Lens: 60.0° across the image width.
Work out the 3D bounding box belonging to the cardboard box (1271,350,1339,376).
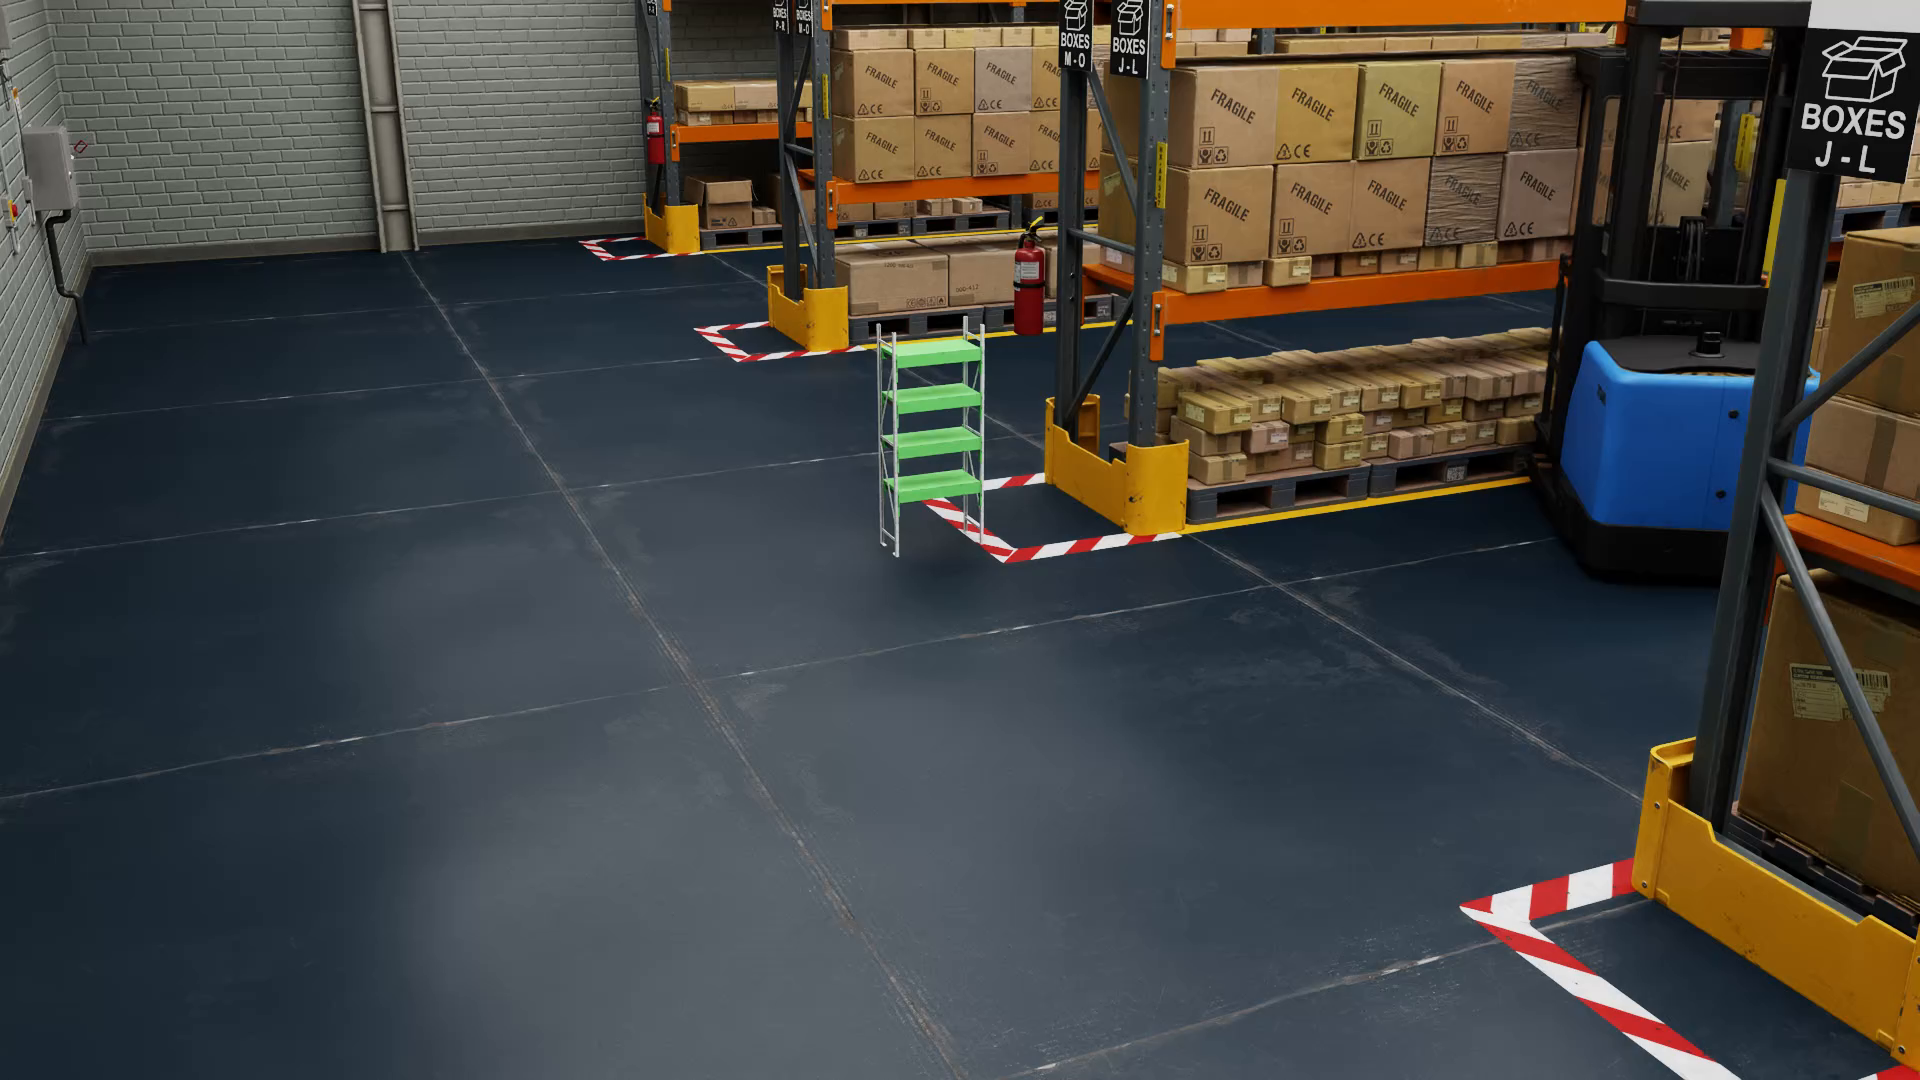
[{"bbox_3d":[2.123,-1.055,10.265,0.250,0.149,0.380,-7,21,-20],"label":"cardboard box"}]

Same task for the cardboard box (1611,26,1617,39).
[{"bbox_3d":[8.650,-6.749,22.099,0.250,0.149,0.380,-9,21,-23],"label":"cardboard box"}]

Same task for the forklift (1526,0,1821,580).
[{"bbox_3d":[3.937,-1.633,9.246,1.130,2.935,3.031,3,20,9],"label":"forklift"}]

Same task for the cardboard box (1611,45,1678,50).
[{"bbox_3d":[6.606,-4.541,16.172,0.500,0.500,0.500,-9,21,-23],"label":"cardboard box"}]

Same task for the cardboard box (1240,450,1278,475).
[{"bbox_3d":[1.625,-0.502,9.593,0.250,0.149,0.380,-8,21,-22],"label":"cardboard box"}]

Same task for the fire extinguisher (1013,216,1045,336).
[{"bbox_3d":[0.395,-1.514,9.482,0.183,0.674,0.296,-8,21,-22],"label":"fire extinguisher"}]

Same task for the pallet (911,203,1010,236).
[{"bbox_3d":[-0.172,-3.748,19.351,1.213,0.211,1.003,-8,21,-22],"label":"pallet"}]

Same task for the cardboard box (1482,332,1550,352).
[{"bbox_3d":[3.595,-1.230,10.763,0.250,0.149,0.380,-8,21,-23],"label":"cardboard box"}]

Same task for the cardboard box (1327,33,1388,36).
[{"bbox_3d":[3.685,-4.426,15.419,0.500,0.500,0.500,-7,21,-20],"label":"cardboard box"}]

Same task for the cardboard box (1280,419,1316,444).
[{"bbox_3d":[1.855,-0.681,9.651,0.250,0.149,0.380,-8,21,-21],"label":"cardboard box"}]

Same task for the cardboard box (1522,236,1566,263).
[{"bbox_3d":[3.366,-1.762,9.887,0.250,0.149,0.380,-9,21,-24],"label":"cardboard box"}]

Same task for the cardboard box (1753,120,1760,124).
[{"bbox_3d":[5.258,-2.686,10.984,0.250,0.149,0.380,-9,21,-24],"label":"cardboard box"}]

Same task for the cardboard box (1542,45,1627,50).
[{"bbox_3d":[3.971,-2.819,10.407,0.500,0.500,0.500,-8,21,-21],"label":"cardboard box"}]

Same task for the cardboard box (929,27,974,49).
[{"bbox_3d":[-0.078,-3.997,13.225,0.250,0.149,0.380,-9,21,-24],"label":"cardboard box"}]

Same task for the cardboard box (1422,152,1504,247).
[{"bbox_3d":[2.733,-1.988,9.554,0.500,0.500,0.500,-9,21,-23],"label":"cardboard box"}]

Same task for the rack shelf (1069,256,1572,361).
[{"bbox_3d":[2.646,-1.542,9.968,4.000,0.370,1.077,-8,21,-22],"label":"rack shelf"}]

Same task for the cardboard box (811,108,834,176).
[{"bbox_3d":[-0.906,-3.306,13.744,0.500,0.500,0.500,-8,21,-22],"label":"cardboard box"}]

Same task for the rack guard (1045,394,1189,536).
[{"bbox_3d":[0.879,-0.449,9.545,0.348,0.500,1.175,-8,21,-22],"label":"rack guard"}]

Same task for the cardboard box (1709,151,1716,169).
[{"bbox_3d":[4.769,-2.477,10.838,0.250,0.149,0.380,-7,21,-20],"label":"cardboard box"}]

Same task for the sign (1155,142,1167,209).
[{"bbox_3d":[1.024,-1.861,8.488,0.005,0.325,0.100,-8,21,-22],"label":"sign"}]

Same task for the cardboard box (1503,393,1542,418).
[{"bbox_3d":[3.341,-0.877,10.209,0.250,0.149,0.380,-8,21,-21],"label":"cardboard box"}]

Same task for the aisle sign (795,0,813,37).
[{"bbox_3d":[-1.196,-4.243,12.641,0.004,0.787,0.394,-8,21,-22],"label":"aisle sign"}]

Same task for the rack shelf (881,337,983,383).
[{"bbox_3d":[-0.152,-0.937,8.623,0.480,0.148,0.258,-8,21,-22],"label":"rack shelf"}]

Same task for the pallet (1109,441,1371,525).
[{"bbox_3d":[1.639,-0.409,9.866,1.213,0.211,1.003,-8,21,-22],"label":"pallet"}]

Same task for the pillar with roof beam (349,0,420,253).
[{"bbox_3d":[-4.341,-6.065,12.697,0.400,9.000,9.100,-8,21,-22],"label":"pillar with roof beam"}]

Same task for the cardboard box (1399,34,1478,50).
[{"bbox_3d":[4.336,-4.340,15.176,0.500,0.500,0.500,-9,21,-23],"label":"cardboard box"}]

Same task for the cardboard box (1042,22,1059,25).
[{"bbox_3d":[0.883,-4.320,14.141,0.250,0.149,0.380,-8,21,-22],"label":"cardboard box"}]

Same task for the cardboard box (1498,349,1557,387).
[{"bbox_3d":[3.545,-1.061,10.284,0.250,0.149,0.380,-7,21,-20],"label":"cardboard box"}]

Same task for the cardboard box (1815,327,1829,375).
[{"bbox_3d":[5.751,-1.250,11.187,0.500,0.500,0.500,-7,21,-19],"label":"cardboard box"}]

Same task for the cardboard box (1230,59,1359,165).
[{"bbox_3d":[1.787,-2.324,9.001,0.500,0.500,0.500,-8,21,-20],"label":"cardboard box"}]

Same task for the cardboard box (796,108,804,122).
[{"bbox_3d":[-1.863,-4.613,17.984,0.250,0.149,0.380,-8,21,-21],"label":"cardboard box"}]

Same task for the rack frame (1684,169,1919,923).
[{"bbox_3d":[2.681,-0.092,4.768,0.127,3.000,1.000,-8,21,-22],"label":"rack frame"}]

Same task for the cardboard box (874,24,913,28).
[{"bbox_3d":[-0.567,-4.148,13.653,0.250,0.149,0.380,-8,21,-22],"label":"cardboard box"}]

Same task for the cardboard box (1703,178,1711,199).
[{"bbox_3d":[4.768,-2.337,10.888,0.250,0.149,0.380,-9,21,-23],"label":"cardboard box"}]

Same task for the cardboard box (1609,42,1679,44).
[{"bbox_3d":[6.879,-4.768,16.818,0.500,0.500,0.500,-9,21,-23],"label":"cardboard box"}]

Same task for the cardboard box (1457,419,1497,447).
[{"bbox_3d":[3.040,-0.692,10.132,0.250,0.149,0.380,-8,21,-21],"label":"cardboard box"}]

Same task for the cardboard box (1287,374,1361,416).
[{"bbox_3d":[2.107,-0.843,9.663,0.250,0.149,0.380,-9,21,-25],"label":"cardboard box"}]

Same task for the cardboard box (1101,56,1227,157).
[{"bbox_3d":[1.131,-2.413,9.256,0.500,0.500,0.500,-9,21,-23],"label":"cardboard box"}]

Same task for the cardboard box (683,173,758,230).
[{"bbox_3d":[-2.615,-3.700,18.140,0.637,0.503,0.797,-9,21,-24],"label":"cardboard box"}]

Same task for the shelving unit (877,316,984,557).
[{"bbox_3d":[-0.152,-0.544,8.761,0.503,1.200,0.258,-8,21,-22],"label":"shelving unit"}]

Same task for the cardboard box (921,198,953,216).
[{"bbox_3d":[-0.264,-3.853,18.932,0.258,0.266,0.396,-7,21,-20],"label":"cardboard box"}]

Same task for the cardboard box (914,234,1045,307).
[{"bbox_3d":[0.159,-2.344,14.389,0.875,0.438,0.875,-8,21,-20],"label":"cardboard box"}]

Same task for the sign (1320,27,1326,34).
[{"bbox_3d":[4.355,-6.025,19.992,0.005,0.325,0.100,-8,21,-22],"label":"sign"}]

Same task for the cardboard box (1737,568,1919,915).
[{"bbox_3d":[3.237,0.603,5.360,0.875,0.875,0.875,-8,21,-22],"label":"cardboard box"}]

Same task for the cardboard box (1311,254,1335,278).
[{"bbox_3d":[1.906,-1.584,9.381,0.250,0.149,0.380,-7,21,-19],"label":"cardboard box"}]

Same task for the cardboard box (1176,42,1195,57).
[{"bbox_3d":[1.636,-3.949,14.065,0.500,0.500,0.500,-8,21,-23],"label":"cardboard box"}]

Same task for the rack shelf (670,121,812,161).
[{"bbox_3d":[-1.377,-4.551,18.515,4.000,0.370,1.077,-8,21,-22],"label":"rack shelf"}]
